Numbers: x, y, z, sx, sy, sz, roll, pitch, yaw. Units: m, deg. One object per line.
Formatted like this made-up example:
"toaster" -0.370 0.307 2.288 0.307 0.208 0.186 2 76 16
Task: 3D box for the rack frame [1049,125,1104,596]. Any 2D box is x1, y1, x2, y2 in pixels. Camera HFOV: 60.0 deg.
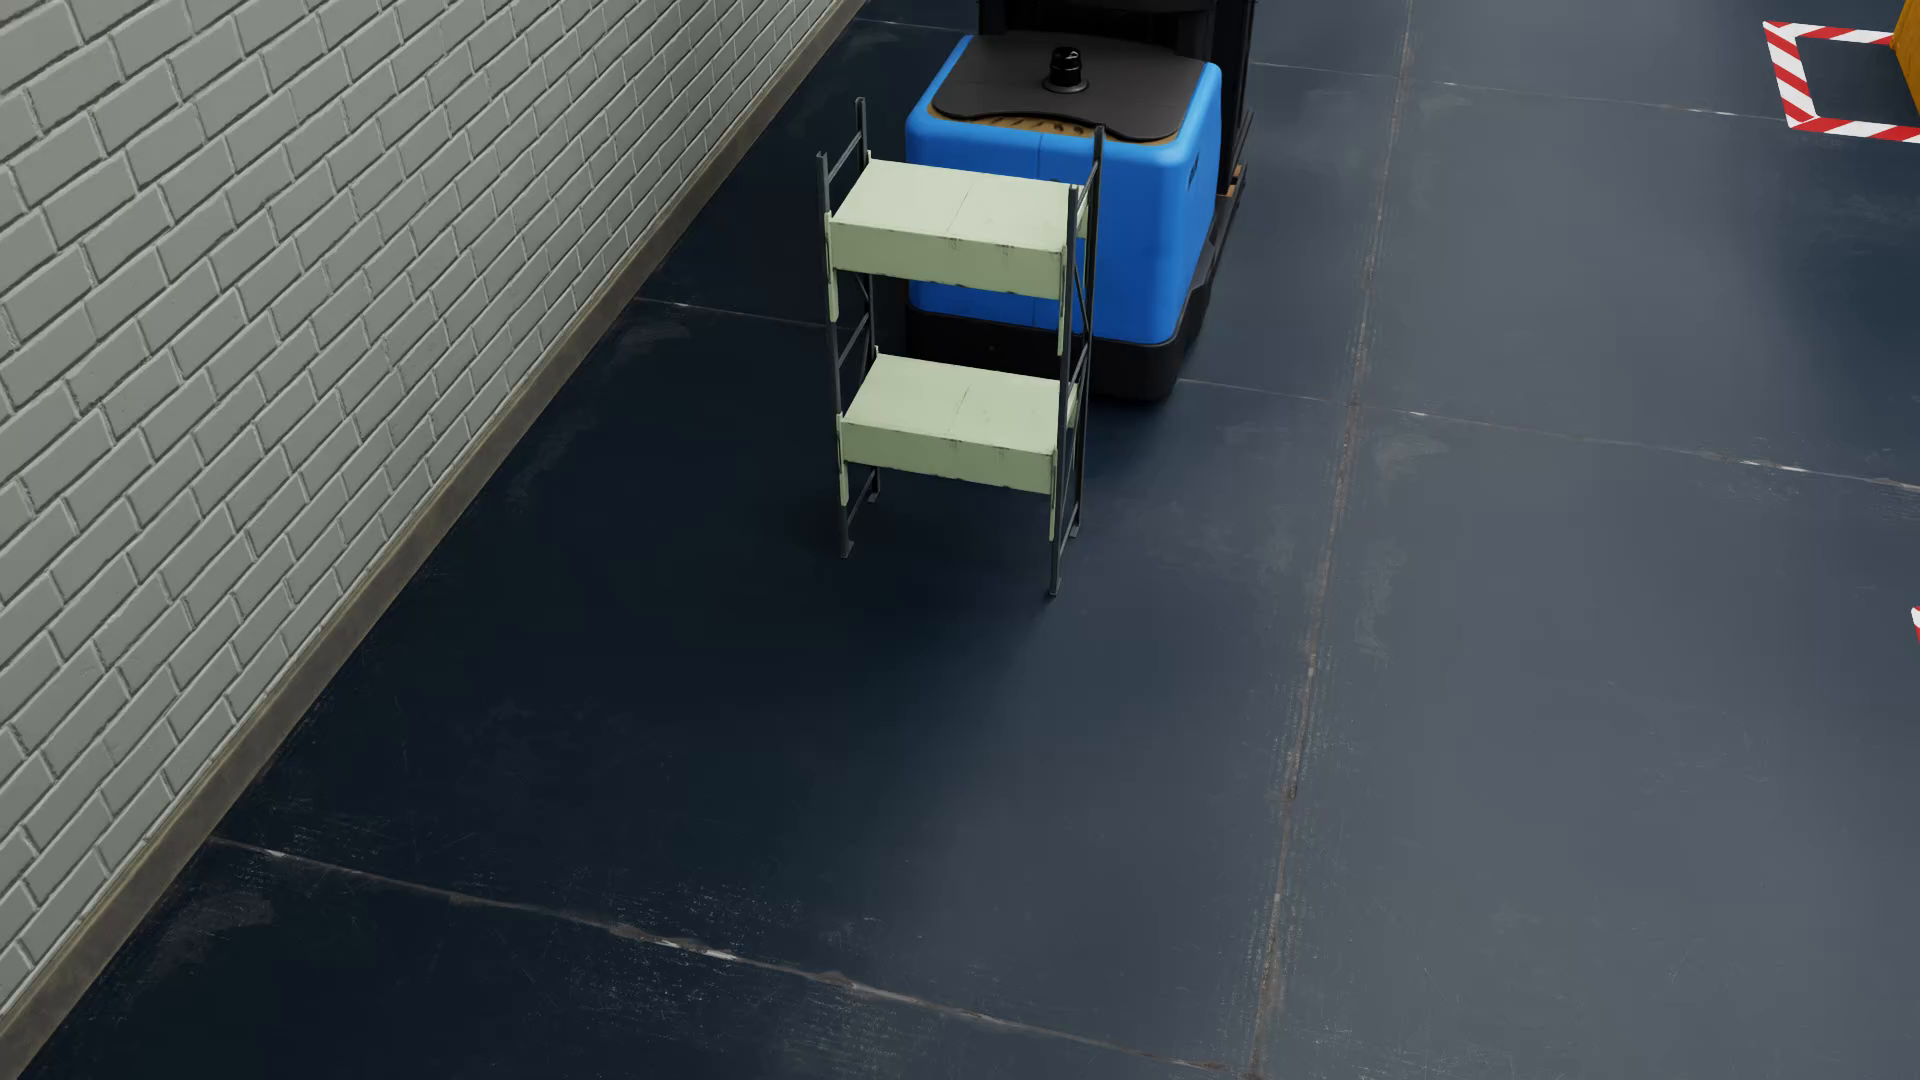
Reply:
"rack frame" 0.360 -0.512 5.194 0.023 1.500 0.400 10 41 11

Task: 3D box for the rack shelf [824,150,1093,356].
"rack shelf" 0.006 -0.872 5.015 0.720 0.370 0.431 10 41 11

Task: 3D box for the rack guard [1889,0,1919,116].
"rack guard" 5.008 -2.489 8.325 0.348 0.500 1.175 10 41 11

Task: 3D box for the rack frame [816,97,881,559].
"rack frame" -0.347 -0.634 5.339 0.023 1.500 0.400 10 41 11

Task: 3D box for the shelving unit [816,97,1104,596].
"shelving unit" 0.006 -0.573 5.266 0.755 1.500 0.431 10 41 11

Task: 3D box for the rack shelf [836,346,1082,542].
"rack shelf" 0.006 -0.324 5.476 0.720 0.370 0.431 10 41 11

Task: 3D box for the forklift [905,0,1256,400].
"forklift" 0.681 -2.607 6.575 1.130 2.935 3.031 10 41 12
